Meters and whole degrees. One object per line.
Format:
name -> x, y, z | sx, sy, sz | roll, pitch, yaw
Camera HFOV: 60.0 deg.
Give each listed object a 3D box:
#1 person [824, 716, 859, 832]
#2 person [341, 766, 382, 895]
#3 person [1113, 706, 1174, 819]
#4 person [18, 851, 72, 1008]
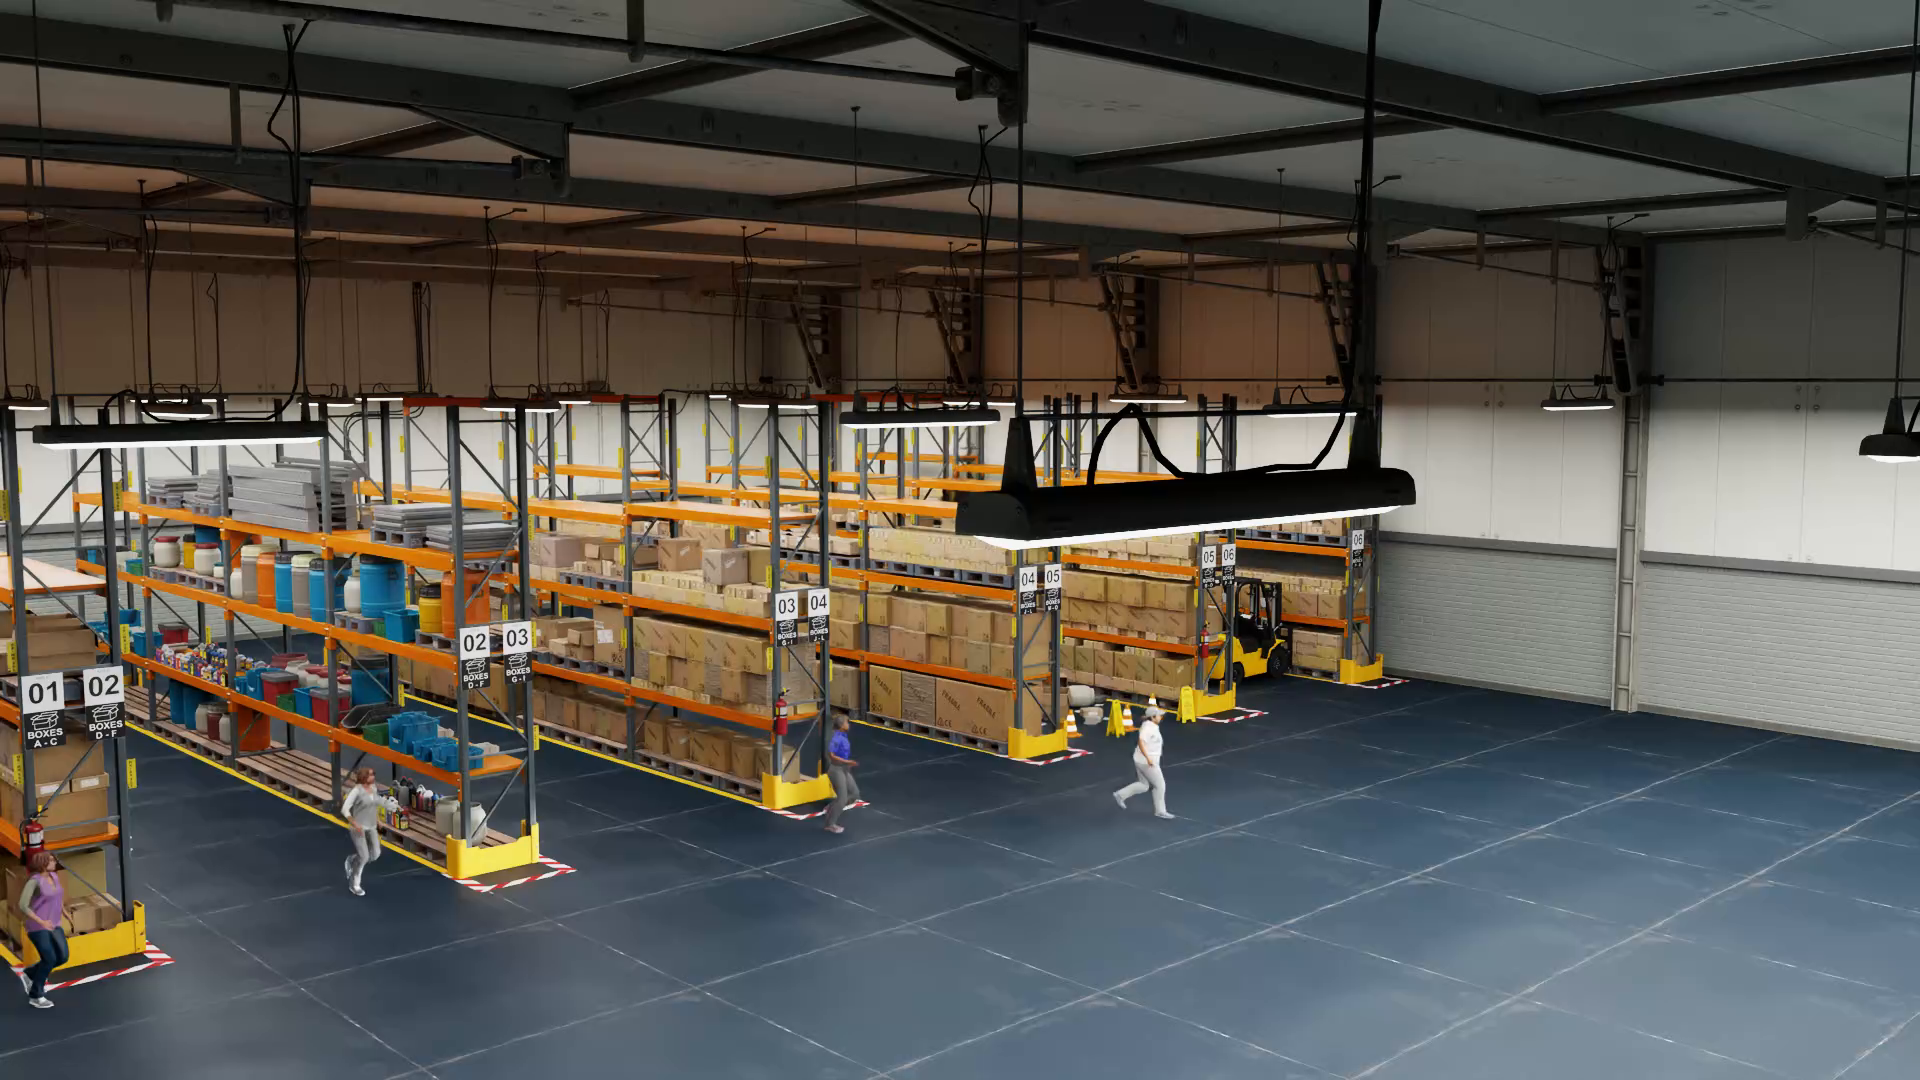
person -> -1.658, 3.277, 23.502 | 0.513, 1.586, 0.581 | 1, 6, 11
person -> -7.430, 3.586, 20.651 | 0.506, 1.550, 0.582 | 3, 6, 27
person -> 2.670, 3.212, 23.947 | 0.879, 1.662, 0.630 | 0, 6, -2
person -> -9.308, 3.938, 16.895 | 0.488, 1.554, 0.607 | 1, 6, 6
